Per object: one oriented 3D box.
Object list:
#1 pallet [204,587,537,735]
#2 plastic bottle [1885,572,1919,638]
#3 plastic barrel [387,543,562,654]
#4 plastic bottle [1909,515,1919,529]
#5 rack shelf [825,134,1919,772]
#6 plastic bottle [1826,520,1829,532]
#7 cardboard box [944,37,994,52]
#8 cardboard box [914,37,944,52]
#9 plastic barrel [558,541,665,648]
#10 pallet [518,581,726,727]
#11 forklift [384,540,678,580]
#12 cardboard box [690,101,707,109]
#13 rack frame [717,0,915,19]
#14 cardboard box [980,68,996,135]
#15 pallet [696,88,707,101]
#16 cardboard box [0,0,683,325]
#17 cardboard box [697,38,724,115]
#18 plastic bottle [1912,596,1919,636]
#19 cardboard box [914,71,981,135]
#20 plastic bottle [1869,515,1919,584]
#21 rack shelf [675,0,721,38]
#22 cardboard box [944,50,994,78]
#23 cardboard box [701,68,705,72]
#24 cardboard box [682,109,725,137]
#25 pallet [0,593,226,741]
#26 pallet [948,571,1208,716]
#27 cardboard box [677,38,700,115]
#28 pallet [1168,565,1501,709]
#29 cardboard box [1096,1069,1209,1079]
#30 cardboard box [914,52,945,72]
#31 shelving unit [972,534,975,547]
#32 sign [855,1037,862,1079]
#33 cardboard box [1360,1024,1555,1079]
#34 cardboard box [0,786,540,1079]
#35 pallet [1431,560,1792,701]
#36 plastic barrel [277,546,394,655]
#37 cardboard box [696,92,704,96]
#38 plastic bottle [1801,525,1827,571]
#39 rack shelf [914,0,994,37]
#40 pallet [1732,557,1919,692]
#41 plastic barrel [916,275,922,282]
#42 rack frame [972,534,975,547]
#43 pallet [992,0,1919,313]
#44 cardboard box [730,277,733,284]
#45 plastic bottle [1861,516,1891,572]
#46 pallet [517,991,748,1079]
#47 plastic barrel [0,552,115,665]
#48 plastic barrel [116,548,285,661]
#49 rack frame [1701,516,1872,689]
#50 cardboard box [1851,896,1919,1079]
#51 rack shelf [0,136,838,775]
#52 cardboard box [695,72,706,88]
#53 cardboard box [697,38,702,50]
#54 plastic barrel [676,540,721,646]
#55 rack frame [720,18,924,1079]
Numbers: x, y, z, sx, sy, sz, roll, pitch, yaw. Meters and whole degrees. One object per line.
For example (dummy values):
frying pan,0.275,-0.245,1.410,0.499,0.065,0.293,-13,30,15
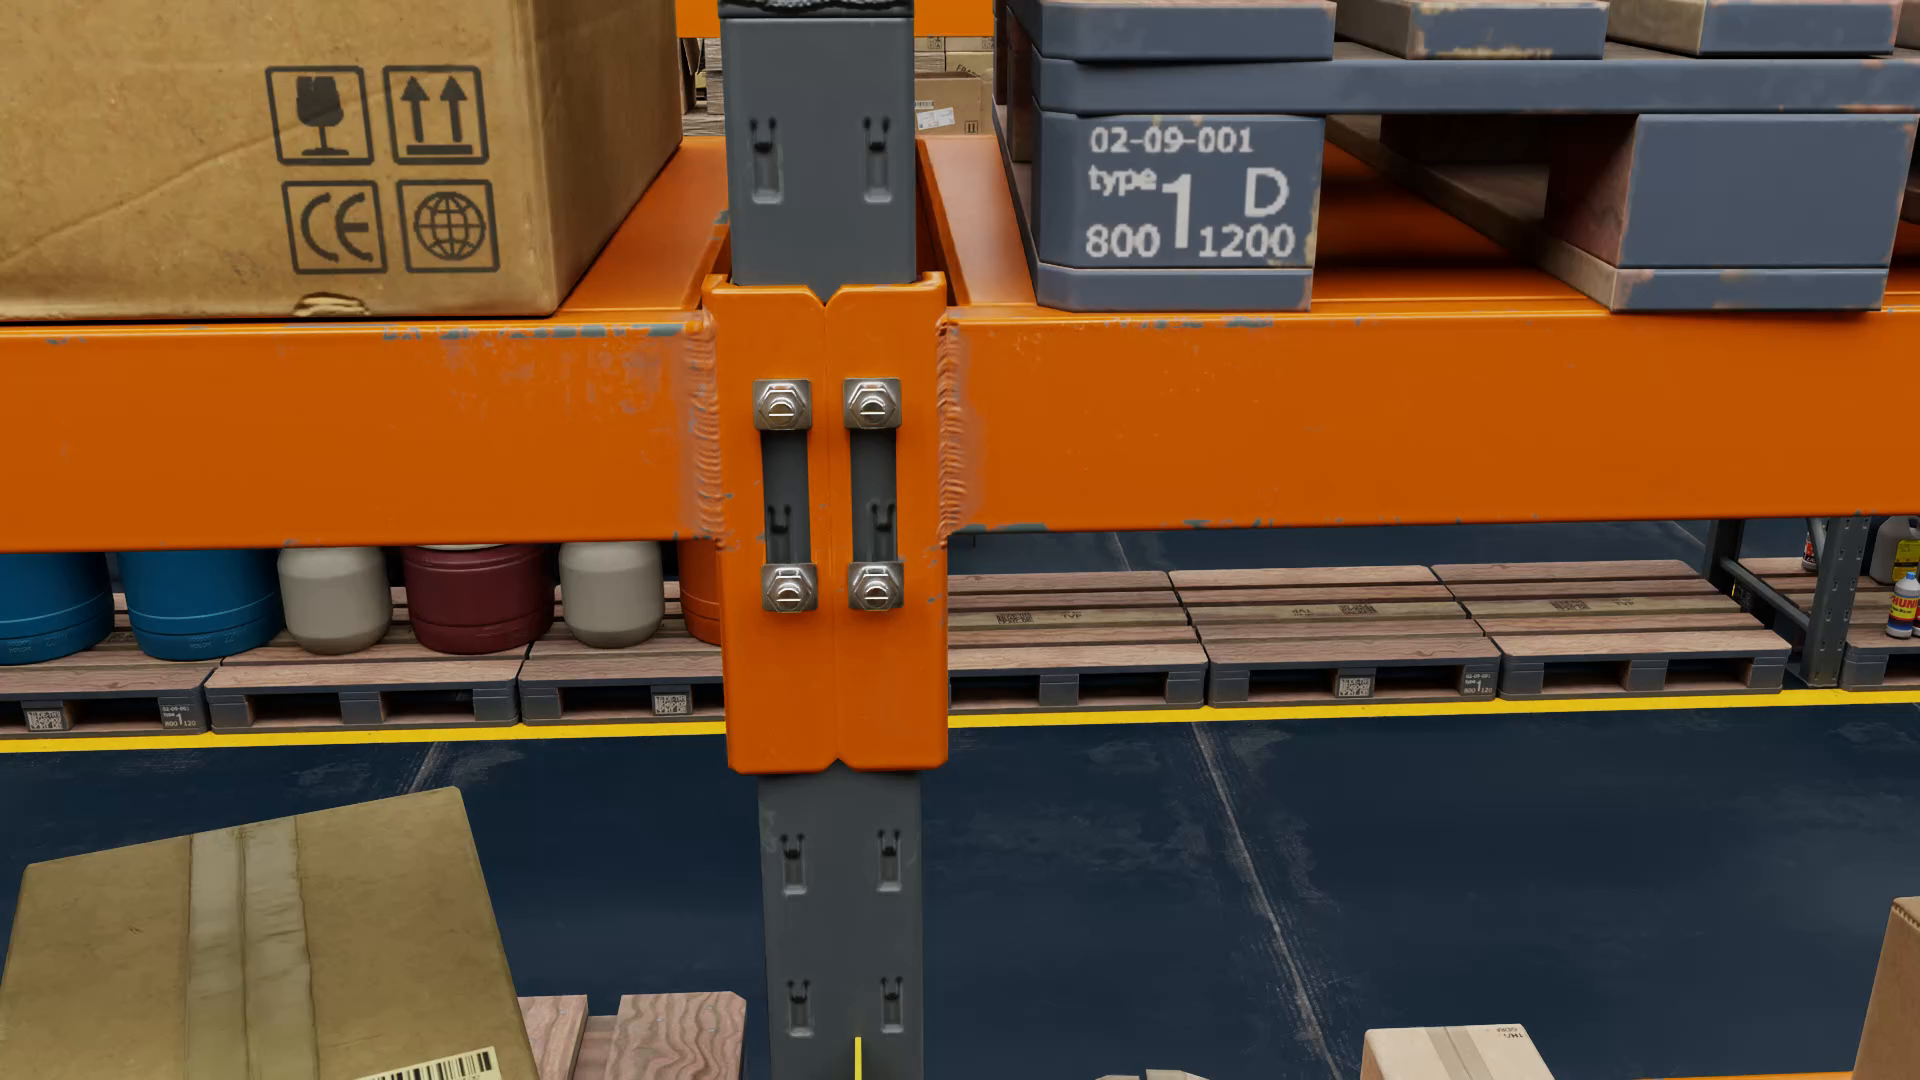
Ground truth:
pallet,-2.400,0.484,7.052,1.213,0.211,1.003,-1,21,-3
plastic bottle,3.936,0.264,6.928,0.097,0.271,0.097,0,21,0
plastic barrel,-2.015,0.096,6.952,0.708,0.588,0.600,-1,21,-3
plastic bottle,4.411,-0.042,7.619,0.185,0.351,0.144,-2,21,-6
rack shelf,1.875,-0.220,1.779,4.000,0.370,1.077,-1,21,-3
plastic bottle,4.054,-0.018,7.651,0.133,0.283,0.061,0,21,0
cardboard box,0.088,-4.927,15.801,0.500,0.500,0.700,-1,21,-4
cardboard box,-0.417,-4.916,15.773,0.500,0.500,0.700,-1,21,-3
plastic barrel,-1.447,0.152,6.912,0.421,0.512,0.421,0,21,0
pallet,-1.185,0.461,7.115,1.213,0.211,1.003,-1,21,-3
forklift,-2.584,-1.352,8.053,3.031,2.935,1.130,-2,21,-5
cardboard box,-1.699,-2.755,11.501,0.500,0.500,0.500,-2,21,-5
rack frame,-0.121,-1.917,1.010,0.127,3.000,1.000,-1,21,-3
cardboard box,0.405,-2.948,11.417,0.500,0.500,0.700,2,21,5
pallet,-2.839,-4.252,15.844,1.213,0.211,1.003,-1,21,-3
cardboard box,-0.555,-0.542,1.471,0.500,0.500,0.910,-1,21,-3
cardboard box,-1.414,-3.139,11.101,0.637,0.503,0.797,0,21,-1
plastic bottle,4.038,0.295,6.946,0.097,0.201,0.097,0,21,0
cardboard box,-0.146,-2.901,11.294,0.500,0.500,0.500,-4,21,-10
plastic bottle,4.228,0.013,7.475,0.185,0.351,0.144,-1,21,-3
rack shelf,-2.397,-1.898,6.187,4.000,0.370,1.077,-1,21,-3
cardboard box,0.106,-4.368,15.738,0.500,0.500,0.500,-1,21,-4
cardboard box,-2.360,-4.422,15.363,0.250,0.149,0.380,-1,21,-3
cardboard box,-1.660,-2.574,11.024,0.500,0.500,0.500,-1,21,-4
pallet,-3.621,0.510,6.984,1.213,0.211,1.003,-1,21,-3
pallet,0.375,0.428,7.201,1.213,0.211,1.003,-1,21,-3
cardboard box,-2.065,-3.127,11.068,0.637,0.503,0.797,-1,21,-2
pallet,1.590,0.404,7.263,1.213,0.211,1.003,-1,21,-3
cardboard box,0.244,0.936,2.072,0.500,0.311,0.500,0,21,0
cardboard box,-0.402,-4.357,15.708,0.500,0.500,0.500,-1,21,-2
shelving unit,-0.053,-0.490,8.431,0.252,1.050,0.215,-1,21,-3
sign,-0.081,0.575,1.380,0.005,0.325,0.100,-1,21,-3
cardboard box,0.761,0.887,2.428,0.250,0.149,0.380,-1,21,-3
cardboard box,-0.744,0.696,1.846,0.500,0.500,0.700,-8,22,-21
pallet,2.811,0.378,7.331,1.213,0.211,1.003,-1,21,-3
plastic barrel,-2.574,0.175,6.852,0.421,0.512,0.421,0,21,0
cardboard box,-2.834,-5.355,20.867,0.875,0.875,0.875,-1,21,-2
plastic bottle,3.937,0.029,7.643,0.097,0.201,0.097,0,21,0
rack shelf,1.596,-1.980,6.400,4.000,0.370,1.077,-1,21,-3
pallet,4.266,0.350,7.406,1.213,0.211,1.003,-1,21,-3
plastic barrel,0.046,-1.054,6.983,0.708,0.536,0.600,-1,21,-3
rack frame,0.068,-0.492,8.438,0.008,1.050,0.200,-1,21,-3
pallet,0.551,-0.473,1.697,1.003,0.211,1.213,0,21,-1
cardboard box,-1.373,-1.830,11.607,0.875,0.875,1.225,-2,21,-6
plastic bottle,4.220,-0.038,7.609,0.185,0.351,0.144,-2,21,-4
pallet,-0.794,1.015,2.010,1.003,0.211,1.213,-1,21,-3
plastic barrel,-3.850,-0.013,6.798,0.708,0.901,0.600,-1,21,-3
plastic barrel,-3.143,-0.027,6.836,0.708,0.901,0.600,-1,21,-3
rack frame,3.593,-0.955,6.913,0.127,3.000,1.000,-1,21,-3
cardboard box,1.553,0.800,2.165,0.500,0.500,0.500,-2,21,-6
rack shelf,-2.118,-0.139,1.565,4.000,0.370,1.077,-1,21,-3
cardboard box,-2.354,-4.283,15.417,0.250,0.149,0.380,-2,21,-5
cardboard box,-2.348,-4.562,15.314,0.250,0.149,0.380,-1,21,-3
plastic barrel,-0.888,-0.039,6.969,0.708,0.830,0.600,-1,21,-3
rack frame,-0.121,0.886,2.078,0.127,3.000,1.000,-1,21,-3
